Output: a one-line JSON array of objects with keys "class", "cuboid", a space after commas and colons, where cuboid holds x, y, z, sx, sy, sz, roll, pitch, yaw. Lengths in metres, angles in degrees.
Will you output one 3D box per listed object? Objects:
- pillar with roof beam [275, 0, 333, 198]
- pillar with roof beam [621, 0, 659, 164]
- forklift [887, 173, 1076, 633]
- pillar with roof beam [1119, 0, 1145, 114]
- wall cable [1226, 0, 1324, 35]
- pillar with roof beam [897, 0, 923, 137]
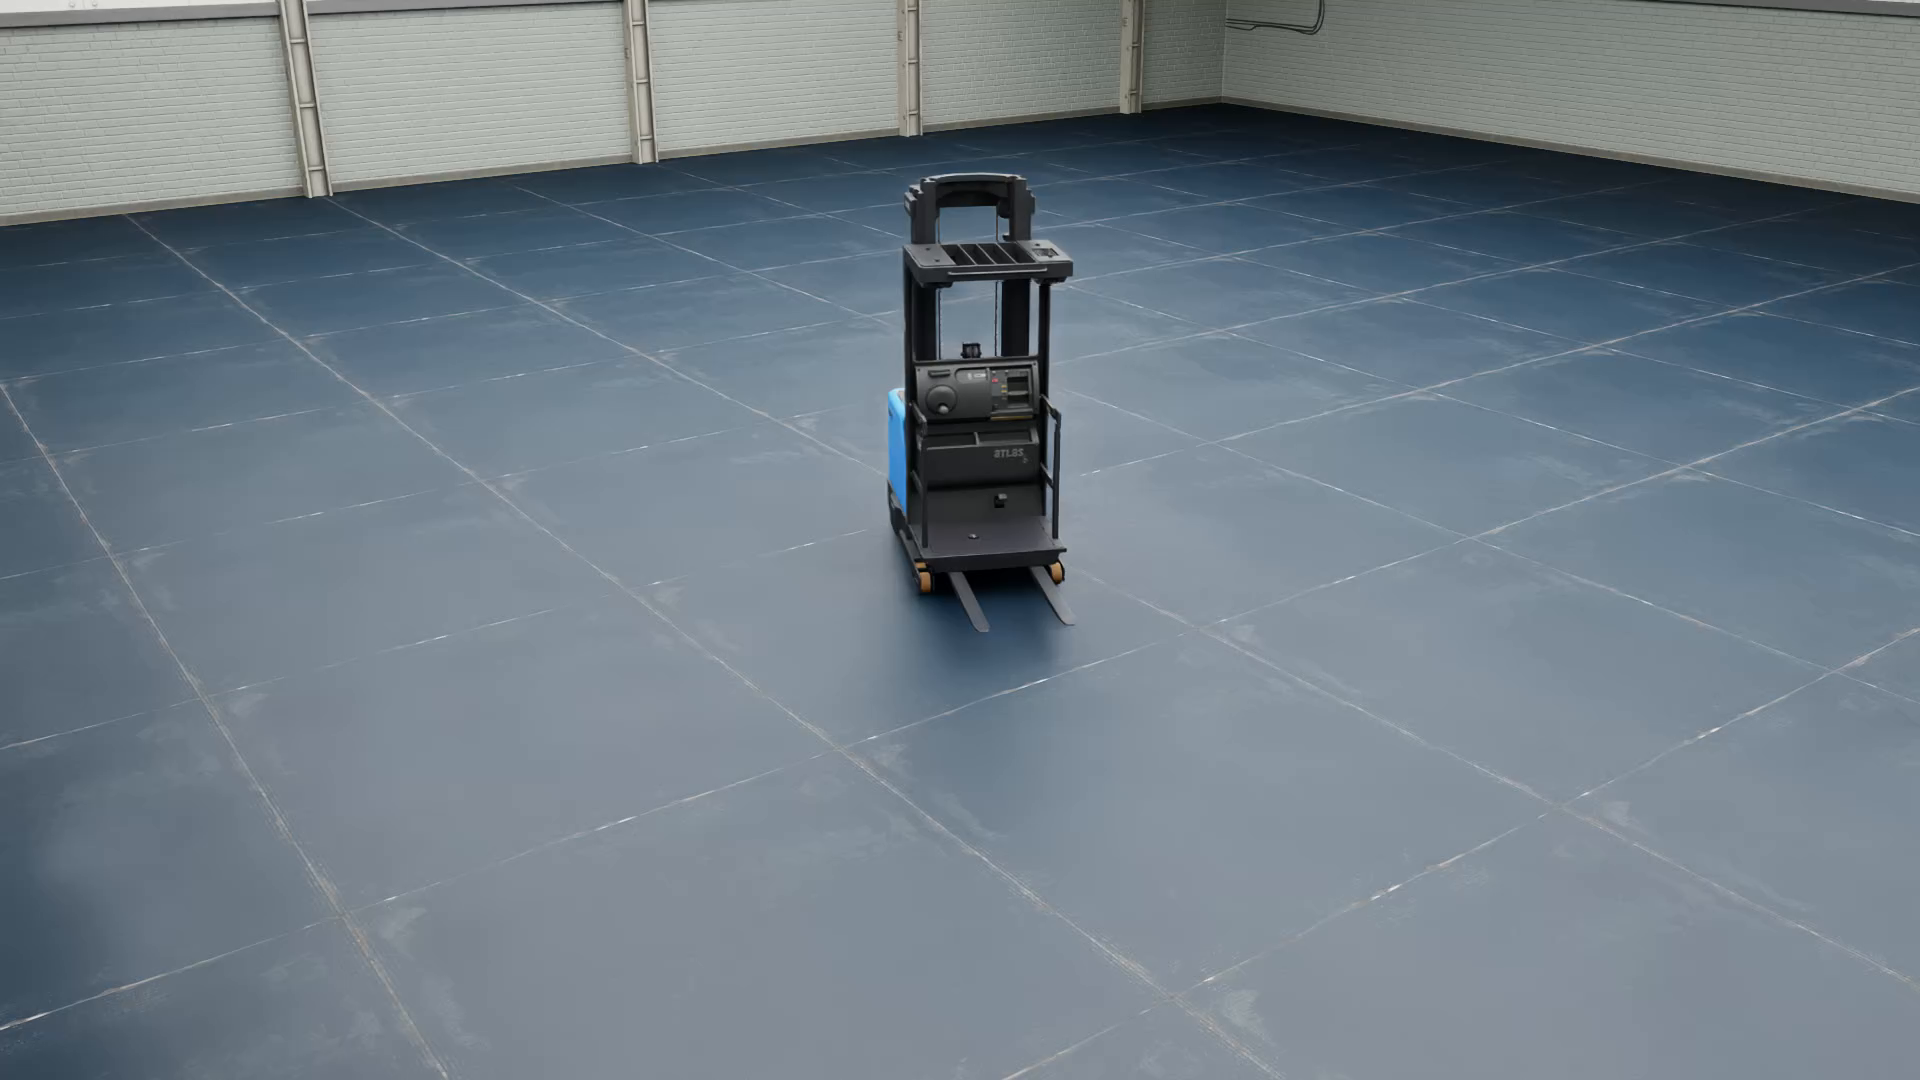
[{"class": "pillar with roof beam", "cuboid": [-8.246, -8.665, 22.970, 0.400, 9.000, 9.100, -15, 26, -33]}, {"class": "pillar with roof beam", "cuboid": [-3.376, -9.964, 26.224, 0.400, 9.000, 9.100, -15, 26, -33]}, {"class": "forklift", "cuboid": [0.175, -1.106, 12.214, 1.130, 2.935, 3.031, -4, 22, -10]}, {"class": "pillar with roof beam", "cuboid": [6.365, -12.561, 32.733, 0.400, 9.000, 9.100, -15, 26, -33]}, {"class": "wall cable", "cuboid": [7.014, -12.654, 37.156, 0.112, 2.526, 3.097, -15, 26, -33]}, {"class": "pillar with roof beam", "cuboid": [1.494, -11.263, 29.479, 0.400, 9.000, 9.100, -15, 26, -33]}]
